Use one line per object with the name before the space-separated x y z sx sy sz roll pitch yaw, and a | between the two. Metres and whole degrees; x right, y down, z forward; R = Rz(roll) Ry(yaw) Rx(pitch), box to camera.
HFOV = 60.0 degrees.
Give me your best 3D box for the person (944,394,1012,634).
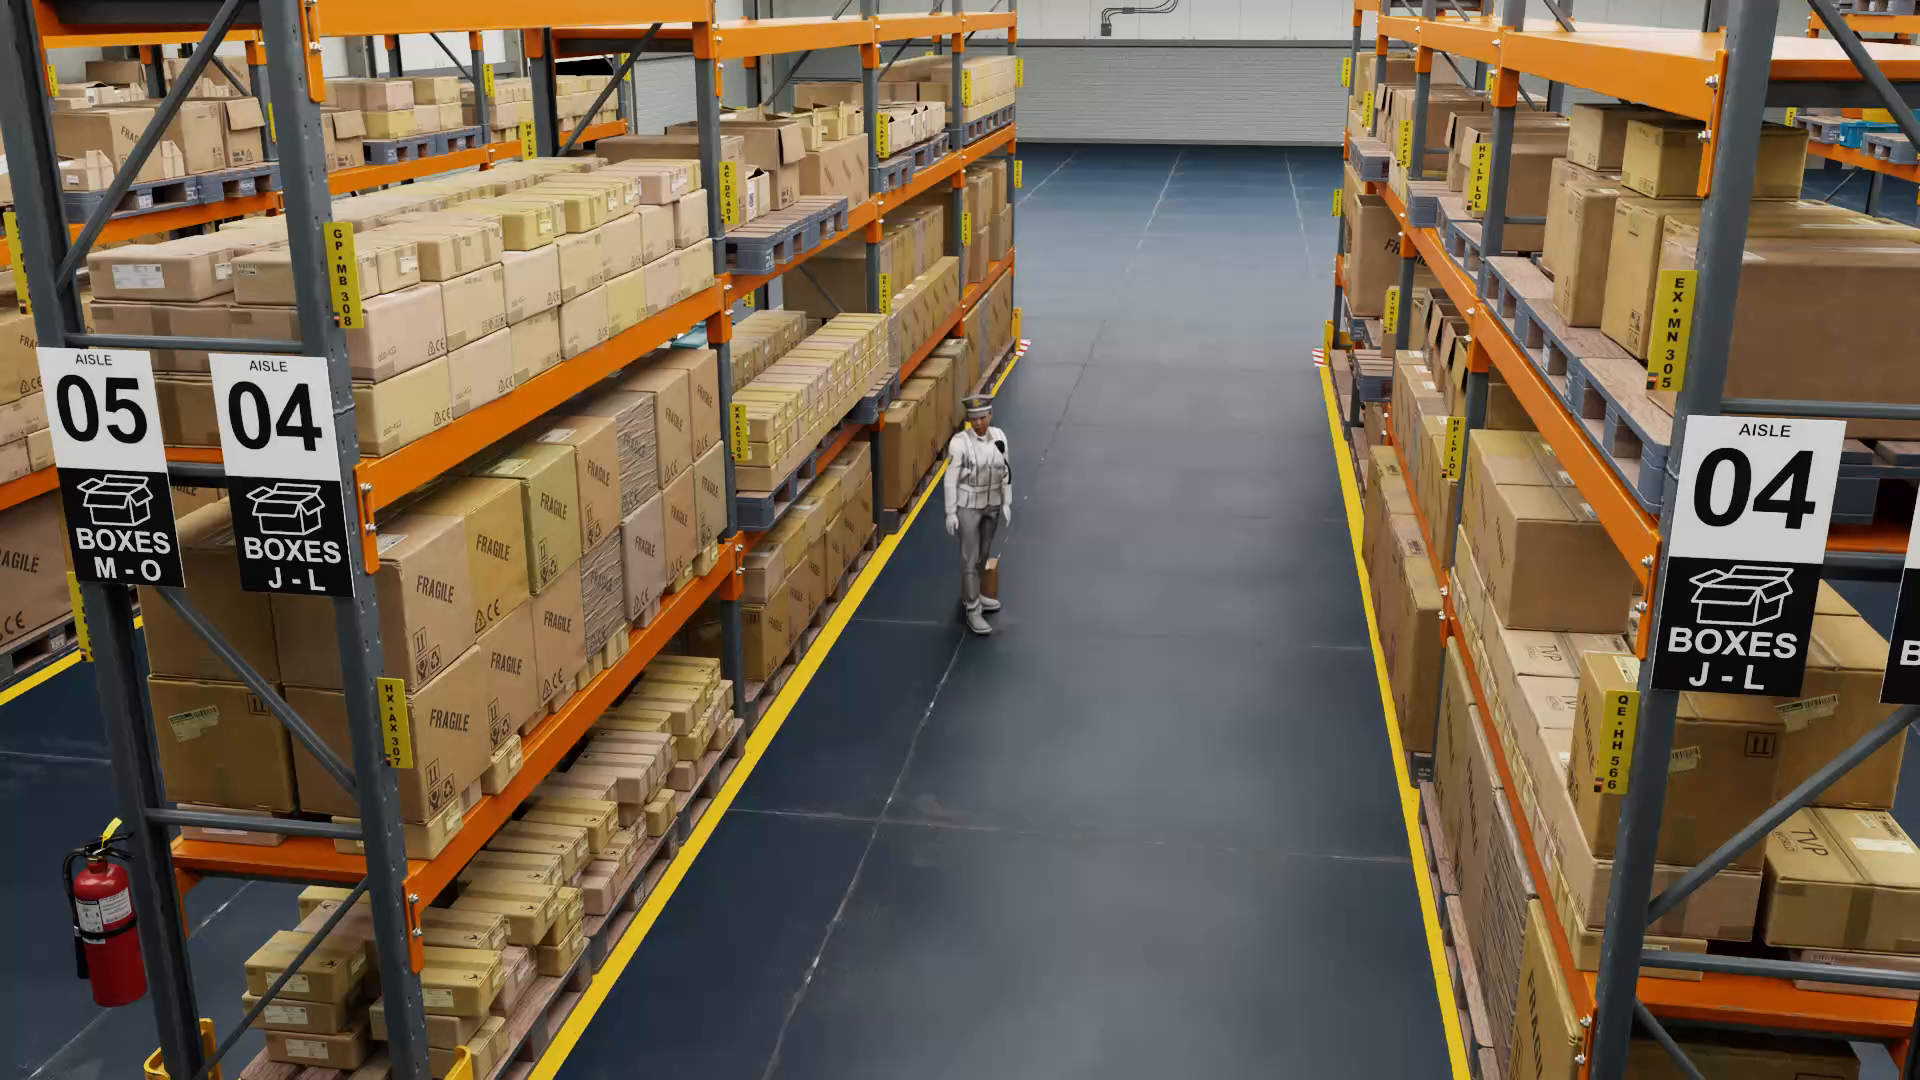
person | 0.142 -0.219 11.678 0.515 1.660 0.592 -12 22 -33
